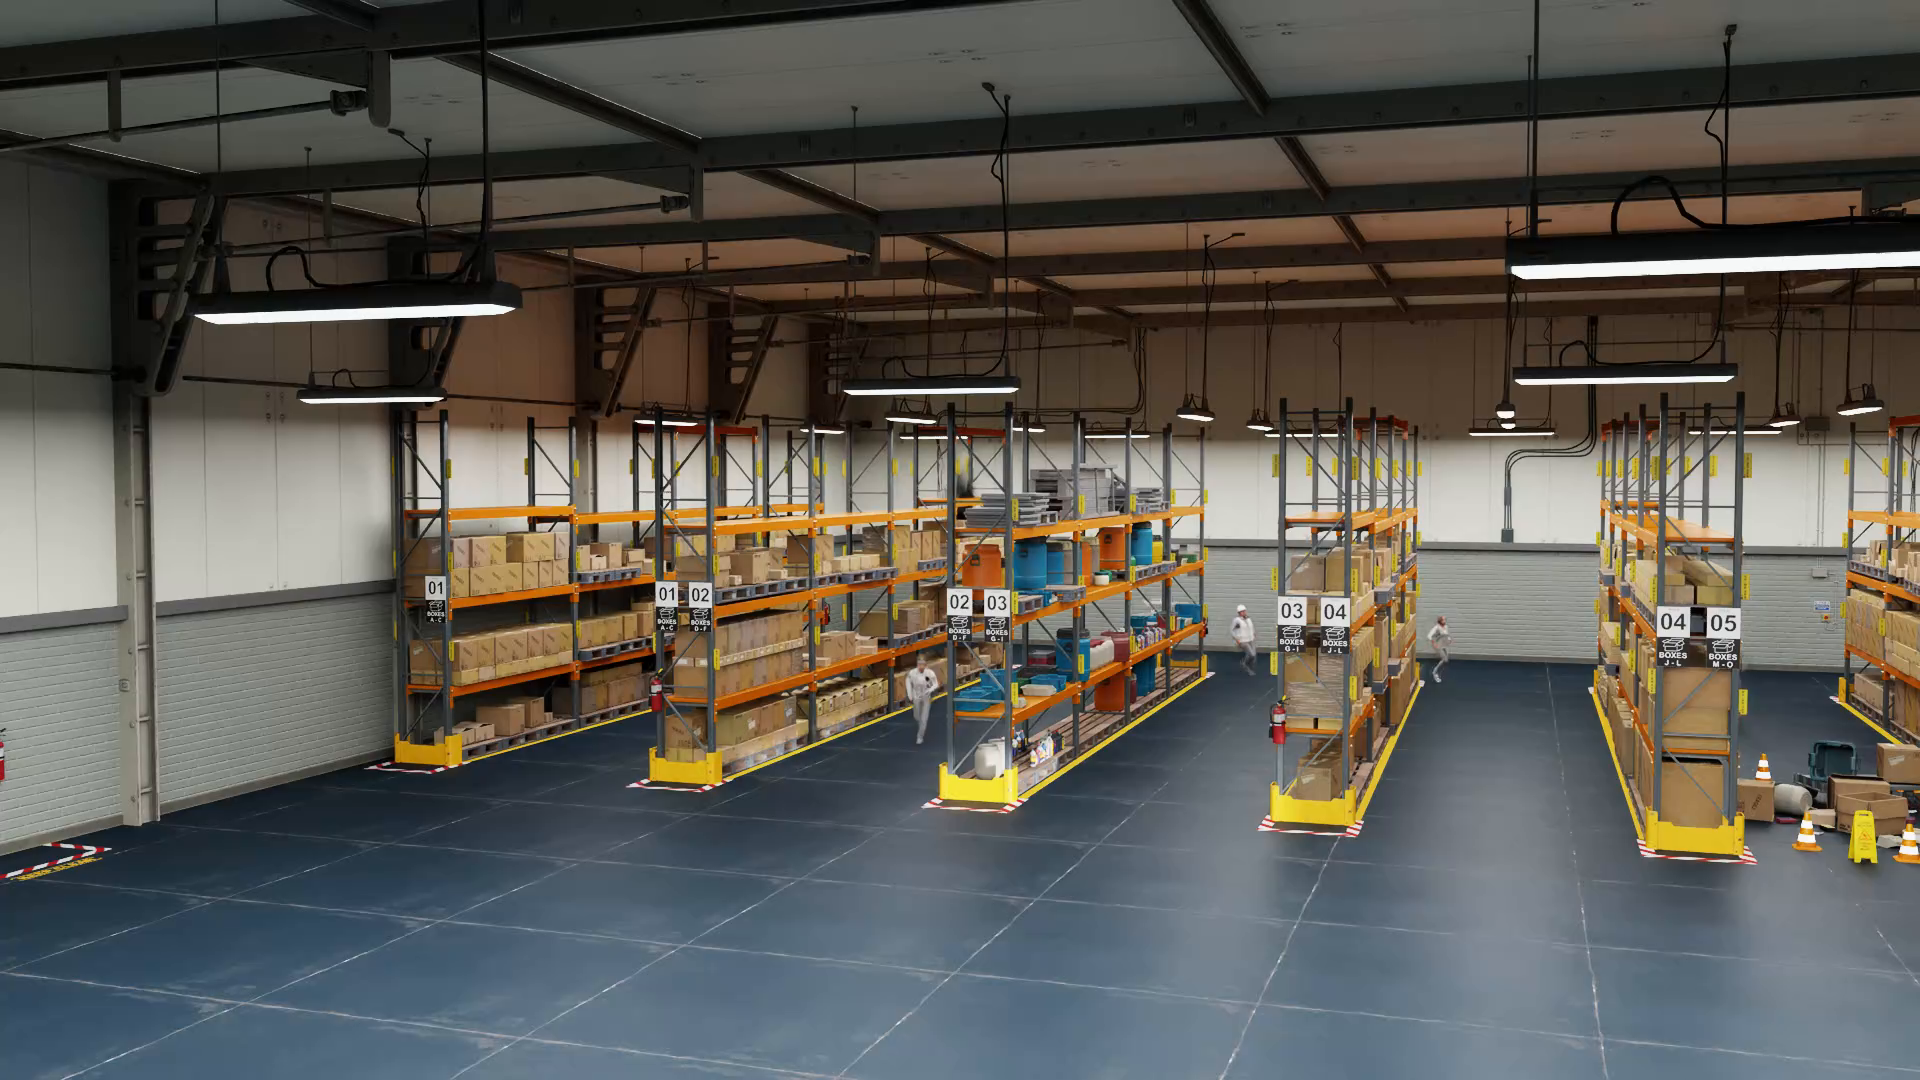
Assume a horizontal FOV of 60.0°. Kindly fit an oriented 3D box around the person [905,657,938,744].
[{"bbox_3d":[-0.698,2.912,30.360,0.607,1.618,0.685,0,2,0],"label":"person"}]

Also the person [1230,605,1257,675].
[{"bbox_3d":[6.914,2.429,40.149,0.710,1.710,0.555,-1,3,-30],"label":"person"}]

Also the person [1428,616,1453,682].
[{"bbox_3d":[11.283,2.547,38.921,0.543,1.563,0.529,-2,3,-33],"label":"person"}]
